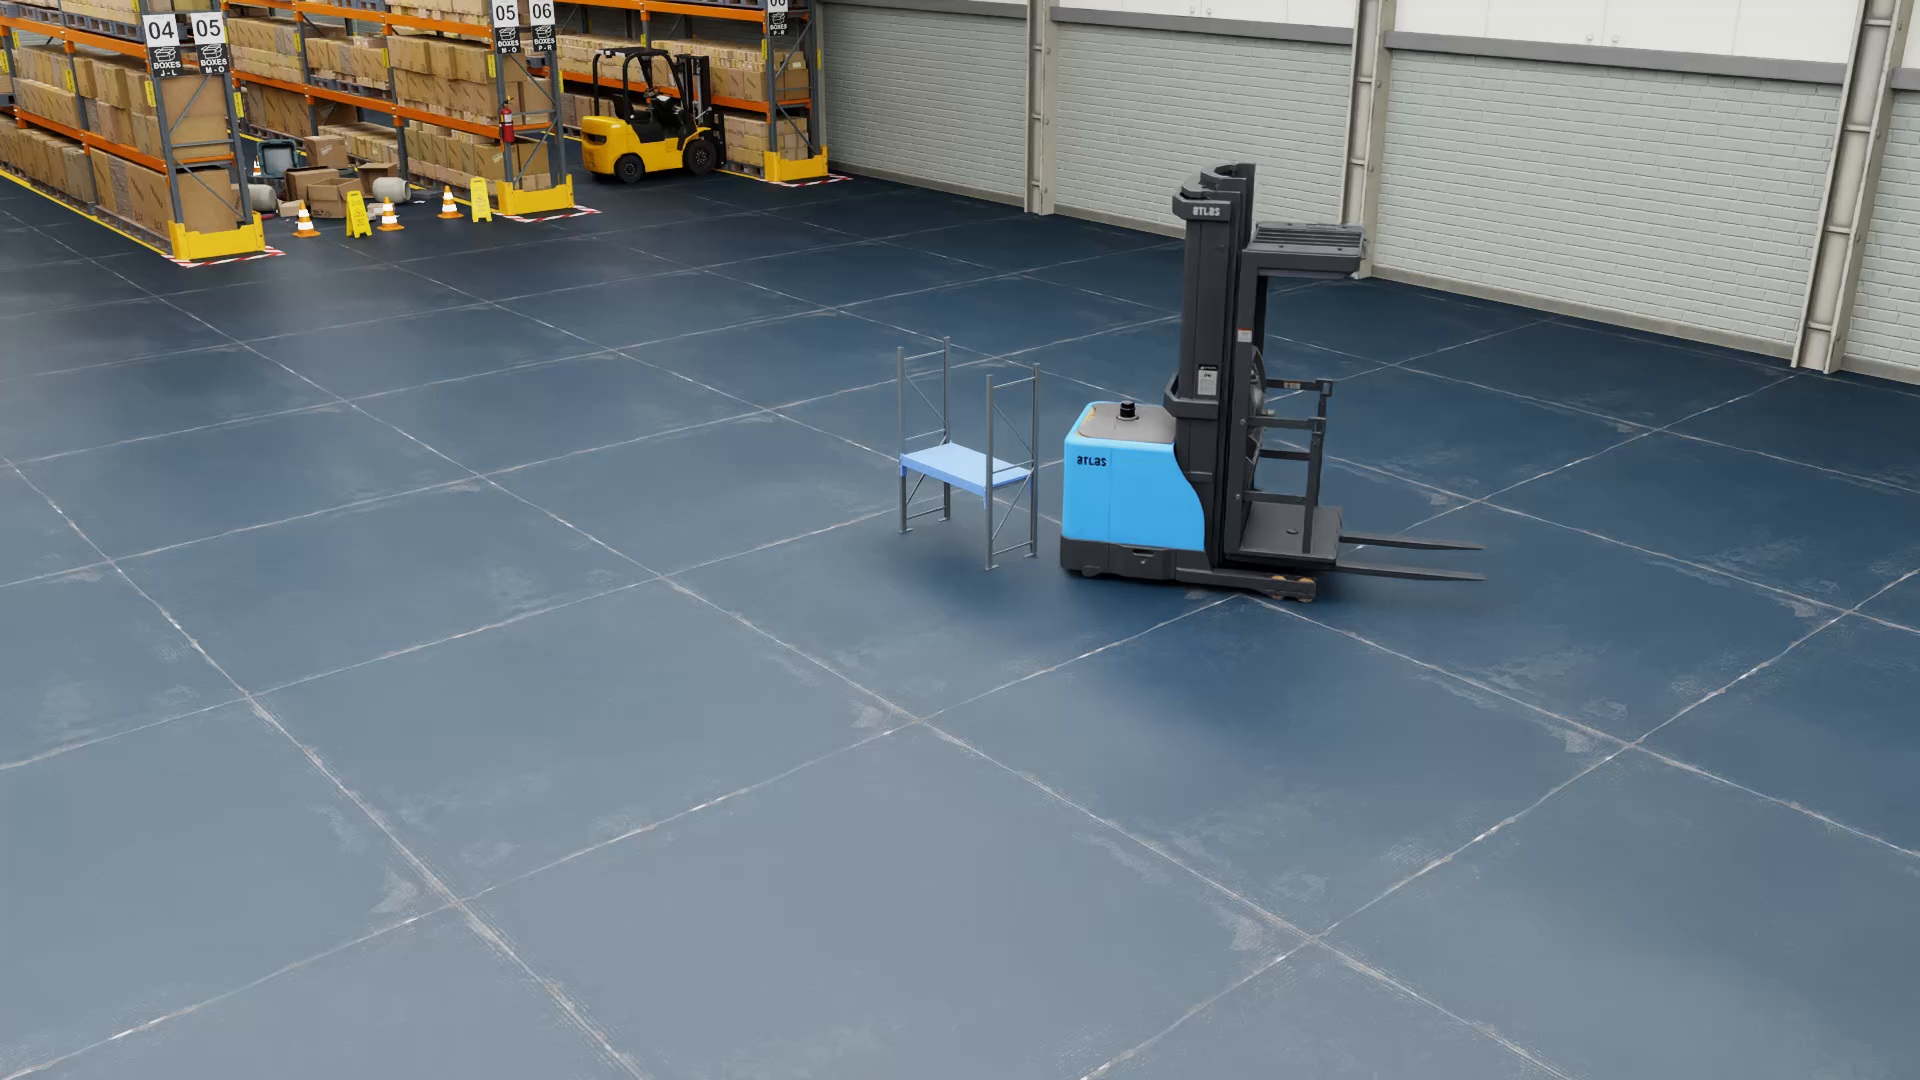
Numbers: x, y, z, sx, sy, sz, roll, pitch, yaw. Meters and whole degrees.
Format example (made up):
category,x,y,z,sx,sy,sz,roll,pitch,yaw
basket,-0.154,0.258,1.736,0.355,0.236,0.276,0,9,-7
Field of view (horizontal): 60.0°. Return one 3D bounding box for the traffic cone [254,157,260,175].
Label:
category,x,y,z,sx,sy,sz,roll,pitch,yaw
traffic cone,-12.078,-6.386,28.654,0.336,0.463,0.334,-17,27,-37

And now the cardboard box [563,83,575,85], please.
category,x,y,z,sx,sy,sz,roll,pitch,yaw
cardboard box,-8.371,-9.635,35.434,0.380,0.149,0.250,-16,27,-36

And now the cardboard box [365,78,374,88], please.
category,x,y,z,sx,sy,sz,roll,pitch,yaw
cardboard box,-10.160,-8.011,29.092,0.380,0.149,0.250,-18,28,-38

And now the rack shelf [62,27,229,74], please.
category,x,y,z,sx,sy,sz,roll,pitch,yaw
rack shelf,-11.639,-7.019,23.664,1.077,0.370,4.000,-17,27,-37

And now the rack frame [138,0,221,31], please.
category,x,y,z,sx,sy,sz,roll,pitch,yaw
rack frame,-10.334,-8.198,21.575,1.000,3.000,0.127,-17,27,-37

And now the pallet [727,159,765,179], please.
category,x,y,z,sx,sy,sz,roll,pitch,yaw
pallet,-3.423,-6.696,29.791,1.003,0.211,1.213,-17,27,-37

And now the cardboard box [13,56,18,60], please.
category,x,y,z,sx,sy,sz,roll,pitch,yaw
cardboard box,-16.730,-8.577,29.721,0.380,0.149,0.250,-18,28,-38

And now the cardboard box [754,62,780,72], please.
category,x,y,z,sx,sy,sz,roll,pitch,yaw
cardboard box,-3.331,-8.171,28.706,0.380,0.149,0.250,-17,27,-37

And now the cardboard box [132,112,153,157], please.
category,x,y,z,sx,sy,sz,roll,pitch,yaw
cardboard box,-10.986,-5.713,23.251,0.875,0.550,0.550,-17,27,-37

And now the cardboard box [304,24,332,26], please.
category,x,y,z,sx,sy,sz,roll,pitch,yaw
cardboard box,-12.340,-9.662,32.032,0.500,0.500,0.500,-17,27,-37

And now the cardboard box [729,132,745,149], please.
category,x,y,z,sx,sy,sz,roll,pitch,yaw
cardboard box,-3.766,-7.142,29.616,0.500,0.250,0.500,-18,28,-38

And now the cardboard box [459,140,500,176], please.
category,x,y,z,sx,sy,sz,roll,pitch,yaw
cardboard box,-7.714,-6.178,26.810,0.500,0.500,0.500,-16,27,-36

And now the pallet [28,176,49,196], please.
category,x,y,z,sx,sy,sz,roll,pitch,yaw
pallet,-15.098,-6.080,28.219,1.003,0.211,1.213,-17,27,-37

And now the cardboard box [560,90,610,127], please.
category,x,y,z,sx,sy,sz,roll,pitch,yaw
cardboard box,-7.717,-8.918,34.320,0.875,0.625,0.625,-16,27,-36

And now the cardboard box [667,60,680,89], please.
category,x,y,z,sx,sy,sz,roll,pitch,yaw
cardboard box,-5.059,-8.620,30.743,0.500,0.500,0.500,-17,27,-37

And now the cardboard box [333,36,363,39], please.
category,x,y,z,sx,sy,sz,roll,pitch,yaw
cardboard box,-11.365,-9.142,31.091,0.500,0.500,0.500,-18,28,-39

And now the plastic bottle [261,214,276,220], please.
category,x,y,z,sx,sy,sz,roll,pitch,yaw
plastic bottle,-10.692,-4.983,25.621,0.133,0.061,0.283,12,24,27

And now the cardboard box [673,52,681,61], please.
category,x,y,z,sx,sy,sz,roll,pitch,yaw
cardboard box,-5.028,-8.874,30.501,0.380,0.149,0.250,-17,27,-36

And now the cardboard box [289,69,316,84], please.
category,x,y,z,sx,sy,sz,roll,pitch,yaw
cardboard box,-12.399,-8.829,31.618,0.500,0.250,0.500,-19,28,-39

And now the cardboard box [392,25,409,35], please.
category,x,y,z,sx,sy,sz,roll,pitch,yaw
cardboard box,-13.244,-12.093,39.544,0.500,0.250,0.500,-17,27,-37

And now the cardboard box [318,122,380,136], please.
category,x,y,z,sx,sy,sz,roll,pitch,yaw
cardboard box,-11.511,-7.634,31.390,0.950,0.372,0.625,-20,29,-41

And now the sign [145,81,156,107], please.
category,x,y,z,sx,sy,sz,roll,pitch,yaw
sign,-10.754,-5.928,22.095,0.100,0.325,0.005,-17,27,-37

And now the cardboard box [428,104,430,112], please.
category,x,y,z,sx,sy,sz,roll,pitch,yaw
cardboard box,-8.565,-7.169,27.519,0.380,0.149,0.250,-18,27,-38

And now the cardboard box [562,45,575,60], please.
category,x,y,z,sx,sy,sz,roll,pitch,yaw
cardboard box,-7.683,-9.847,33.532,0.500,0.250,0.500,-16,27,-36

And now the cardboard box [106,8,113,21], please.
category,x,y,z,sx,sy,sz,roll,pitch,yaw
cardboard box,-11.472,-7.219,22.820,0.380,0.149,0.250,-18,28,-38

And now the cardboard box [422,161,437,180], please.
category,x,y,z,sx,sy,sz,roll,pitch,yaw
cardboard box,-8.723,-6.259,28.045,0.500,0.250,0.500,-16,26,-34

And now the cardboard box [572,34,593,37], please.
category,x,y,z,sx,sy,sz,roll,pitch,yaw
cardboard box,-7.748,-10.310,34.169,0.380,0.149,0.250,-16,27,-36

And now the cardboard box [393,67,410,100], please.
category,x,y,z,sx,sy,sz,roll,pitch,yaw
cardboard box,-9.185,-7.713,28.018,0.500,0.500,0.500,-18,27,-38

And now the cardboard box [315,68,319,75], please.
category,x,y,z,sx,sy,sz,roll,pitch,yaw
cardboard box,-11.801,-8.765,31.019,0.380,0.149,0.250,-19,29,-40

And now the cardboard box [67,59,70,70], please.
category,x,y,z,sx,sy,sz,roll,pitch,yaw
cardboard box,-13.273,-7.157,25.637,0.700,0.500,0.500,-18,28,-38

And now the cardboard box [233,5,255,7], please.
category,x,y,z,sx,sy,sz,roll,pitch,yaw
cardboard box,-14.986,-11.100,34.814,0.380,0.149,0.250,-18,27,-38

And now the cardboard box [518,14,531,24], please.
category,x,y,z,sx,sy,sz,roll,pitch,yaw
cardboard box,-6.620,-8.059,25.679,0.380,0.149,0.250,-17,27,-37

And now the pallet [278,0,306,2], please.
category,x,y,z,sx,sy,sz,roll,pitch,yaw
pallet,-12.332,-10.295,31.301,1.213,0.211,1.003,-16,26,-35

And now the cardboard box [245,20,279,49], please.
category,x,y,z,sx,sy,sz,roll,pitch,yaw
cardboard box,-13.735,-9.975,32.831,0.500,0.500,0.500,-18,28,-39

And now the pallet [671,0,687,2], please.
category,x,y,z,sx,sy,sz,roll,pitch,yaw
pallet,-4.927,-10.024,30.473,1.003,0.211,1.213,-17,27,-37

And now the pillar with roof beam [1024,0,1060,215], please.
category,x,y,z,sx,sy,sz,roll,pitch,yaw
pillar with roof beam,-2.009,-8.311,21.864,9.100,9.000,0.400,-17,27,-37

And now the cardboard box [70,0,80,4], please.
category,x,y,z,sx,sy,sz,roll,pitch,yaw
cardboard box,-12.507,-7.876,23.952,0.500,0.250,0.500,-18,28,-38

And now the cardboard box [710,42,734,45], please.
category,x,y,z,sx,sy,sz,roll,pitch,yaw
cardboard box,-4.385,-9.089,30.643,0.380,0.149,0.250,-18,28,-38

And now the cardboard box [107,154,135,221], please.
category,x,y,z,sx,sy,sz,roll,pitch,yaw
cardboard box,-11.996,-5.277,24.682,0.875,0.875,0.875,-17,27,-37

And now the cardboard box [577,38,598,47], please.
category,x,y,z,sx,sy,sz,roll,pitch,yaw
cardboard box,-7.400,-9.924,33.182,0.380,0.149,0.250,-17,27,-37

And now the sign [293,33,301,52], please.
category,x,y,z,sx,sy,sz,roll,pitch,yaw
sign,-12.290,-9.227,30.841,0.100,0.325,0.005,-17,27,-37

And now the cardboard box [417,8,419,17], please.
category,x,y,z,sx,sy,sz,roll,pitch,yaw
cardboard box,-8.570,-8.568,26.978,0.380,0.149,0.250,-19,28,-39

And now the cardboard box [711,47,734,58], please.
category,x,y,z,sx,sy,sz,roll,pitch,yaw
cardboard box,-4.194,-8.658,29.542,0.380,0.149,0.250,-17,27,-36

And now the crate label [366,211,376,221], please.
category,x,y,z,sx,sy,sz,roll,pitch,yaw
crate label,-9.087,-4.934,25.393,0.298,0.136,0.250,7,23,18

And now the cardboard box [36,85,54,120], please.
category,x,y,z,sx,sy,sz,roll,pitch,yaw
cardboard box,-14.481,-7.055,26.748,0.500,0.500,0.500,-18,28,-38

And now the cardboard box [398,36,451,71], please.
category,x,y,z,sx,sy,sz,roll,pitch,yaw
cardboard box,-8.821,-8.047,27.500,0.700,0.500,0.500,-17,27,-37

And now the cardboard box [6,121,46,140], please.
category,x,y,z,sx,sy,sz,roll,pitch,yaw
cardboard box,-16.201,-7.122,28.878,0.500,0.250,0.500,-18,28,-39

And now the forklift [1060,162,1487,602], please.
category,x,y,z,sx,sy,sz,roll,pitch,yaw
forklift,2.314,-1.137,11.867,3.031,2.935,1.130,5,22,14

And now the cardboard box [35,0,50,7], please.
category,x,y,z,sx,sy,sz,roll,pitch,yaw
cardboard box,-13.918,-8.367,25.613,0.500,0.250,0.500,-18,28,-38

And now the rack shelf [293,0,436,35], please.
category,x,y,z,sx,sy,sz,roll,pitch,yaw
rack shelf,-10.566,-9.330,29.565,1.077,0.370,4.000,-17,27,-37

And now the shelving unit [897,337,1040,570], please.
category,x,y,z,sx,sy,sz,roll,pitch,yaw
shelving unit,0.056,-0.675,12.650,0.538,1.500,1.048,-17,27,-37

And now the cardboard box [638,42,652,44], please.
category,x,y,z,sx,sy,sz,roll,pitch,yaw
cardboard box,-6.050,-9.617,32.397,0.380,0.149,0.250,-18,28,-38
